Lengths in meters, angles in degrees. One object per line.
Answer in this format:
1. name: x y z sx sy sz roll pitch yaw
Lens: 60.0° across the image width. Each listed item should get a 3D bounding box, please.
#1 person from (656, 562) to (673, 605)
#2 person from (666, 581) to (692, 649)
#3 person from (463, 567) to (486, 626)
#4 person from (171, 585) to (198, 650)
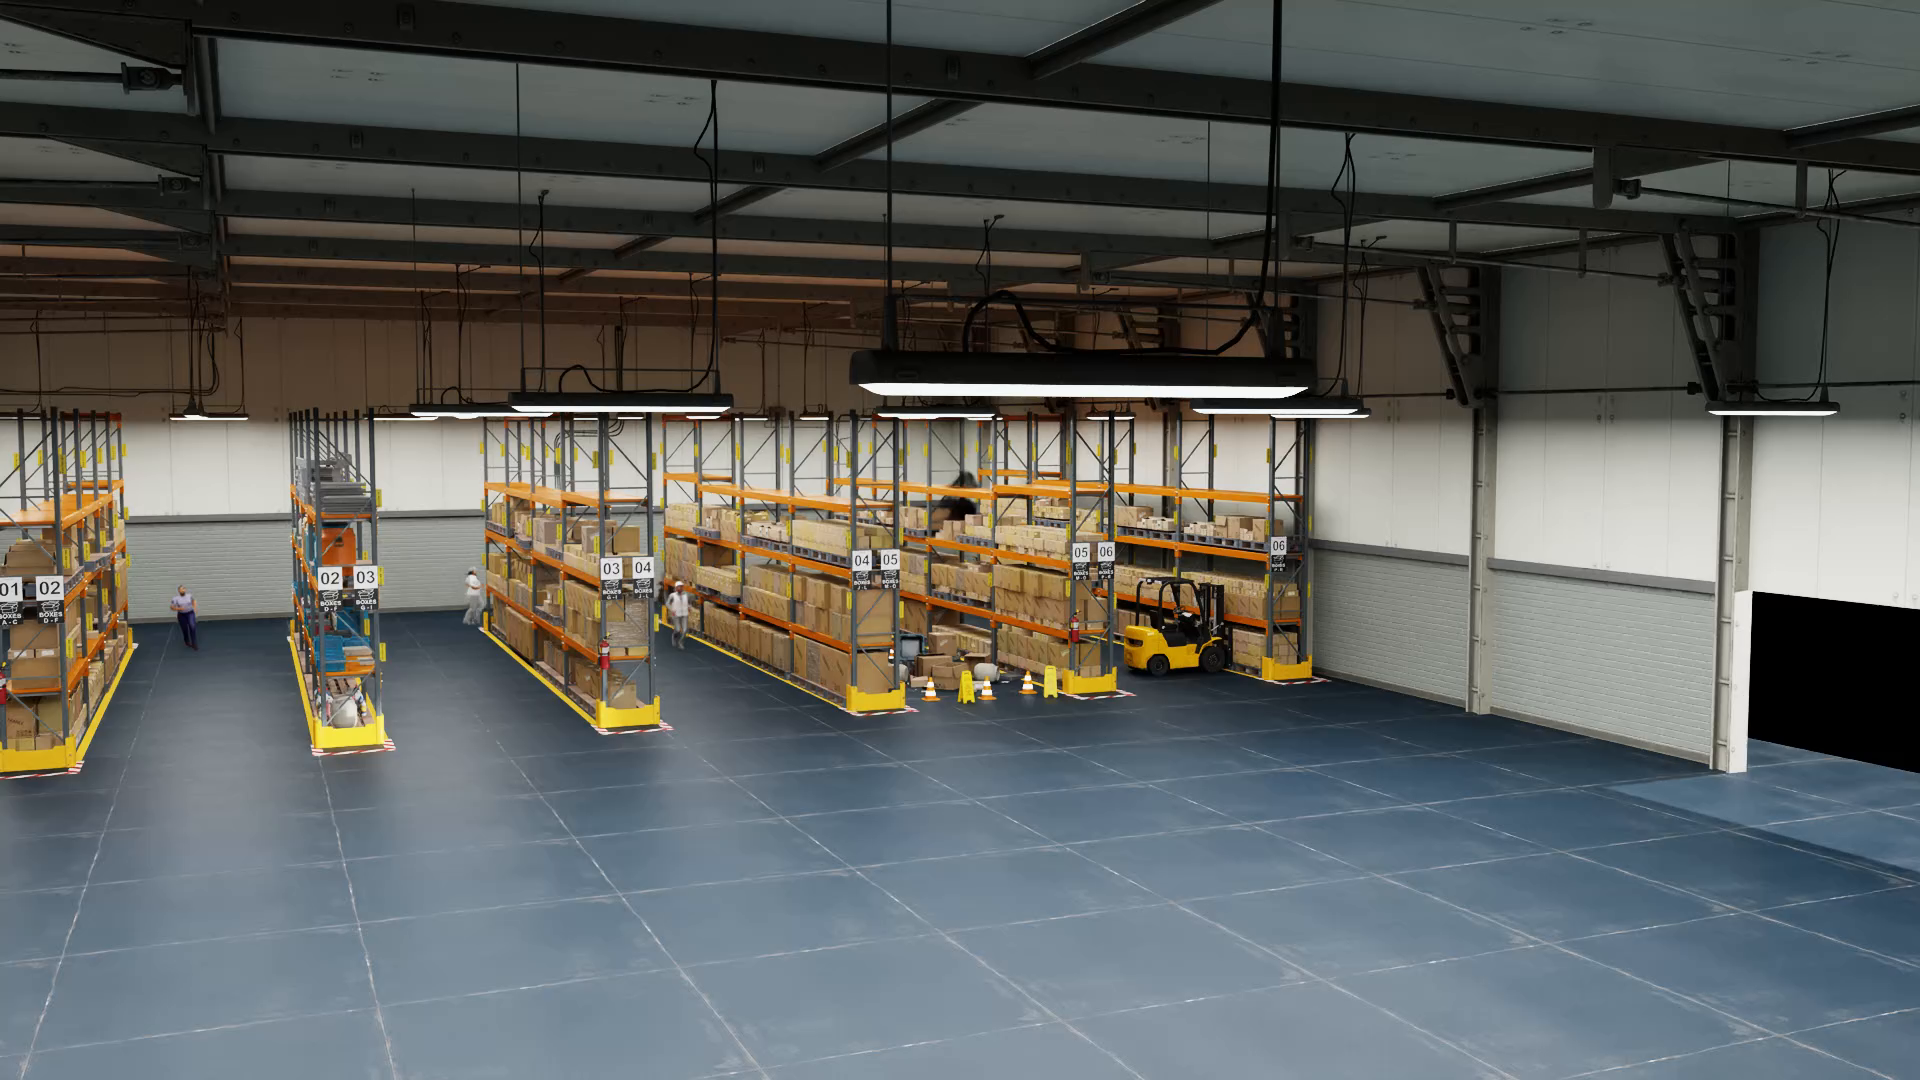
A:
1. person: -8.640 1.440 49.047 0.621 1.747 0.722 -1 4 -16
2. person: -7.085 1.907 42.141 0.655 1.723 0.598 -2 4 -26
3. person: -13.734 1.611 47.047 0.673 1.709 0.582 -1 4 -11
4. person: -19.701 1.960 42.229 0.626 1.633 0.887 -3 5 -34
